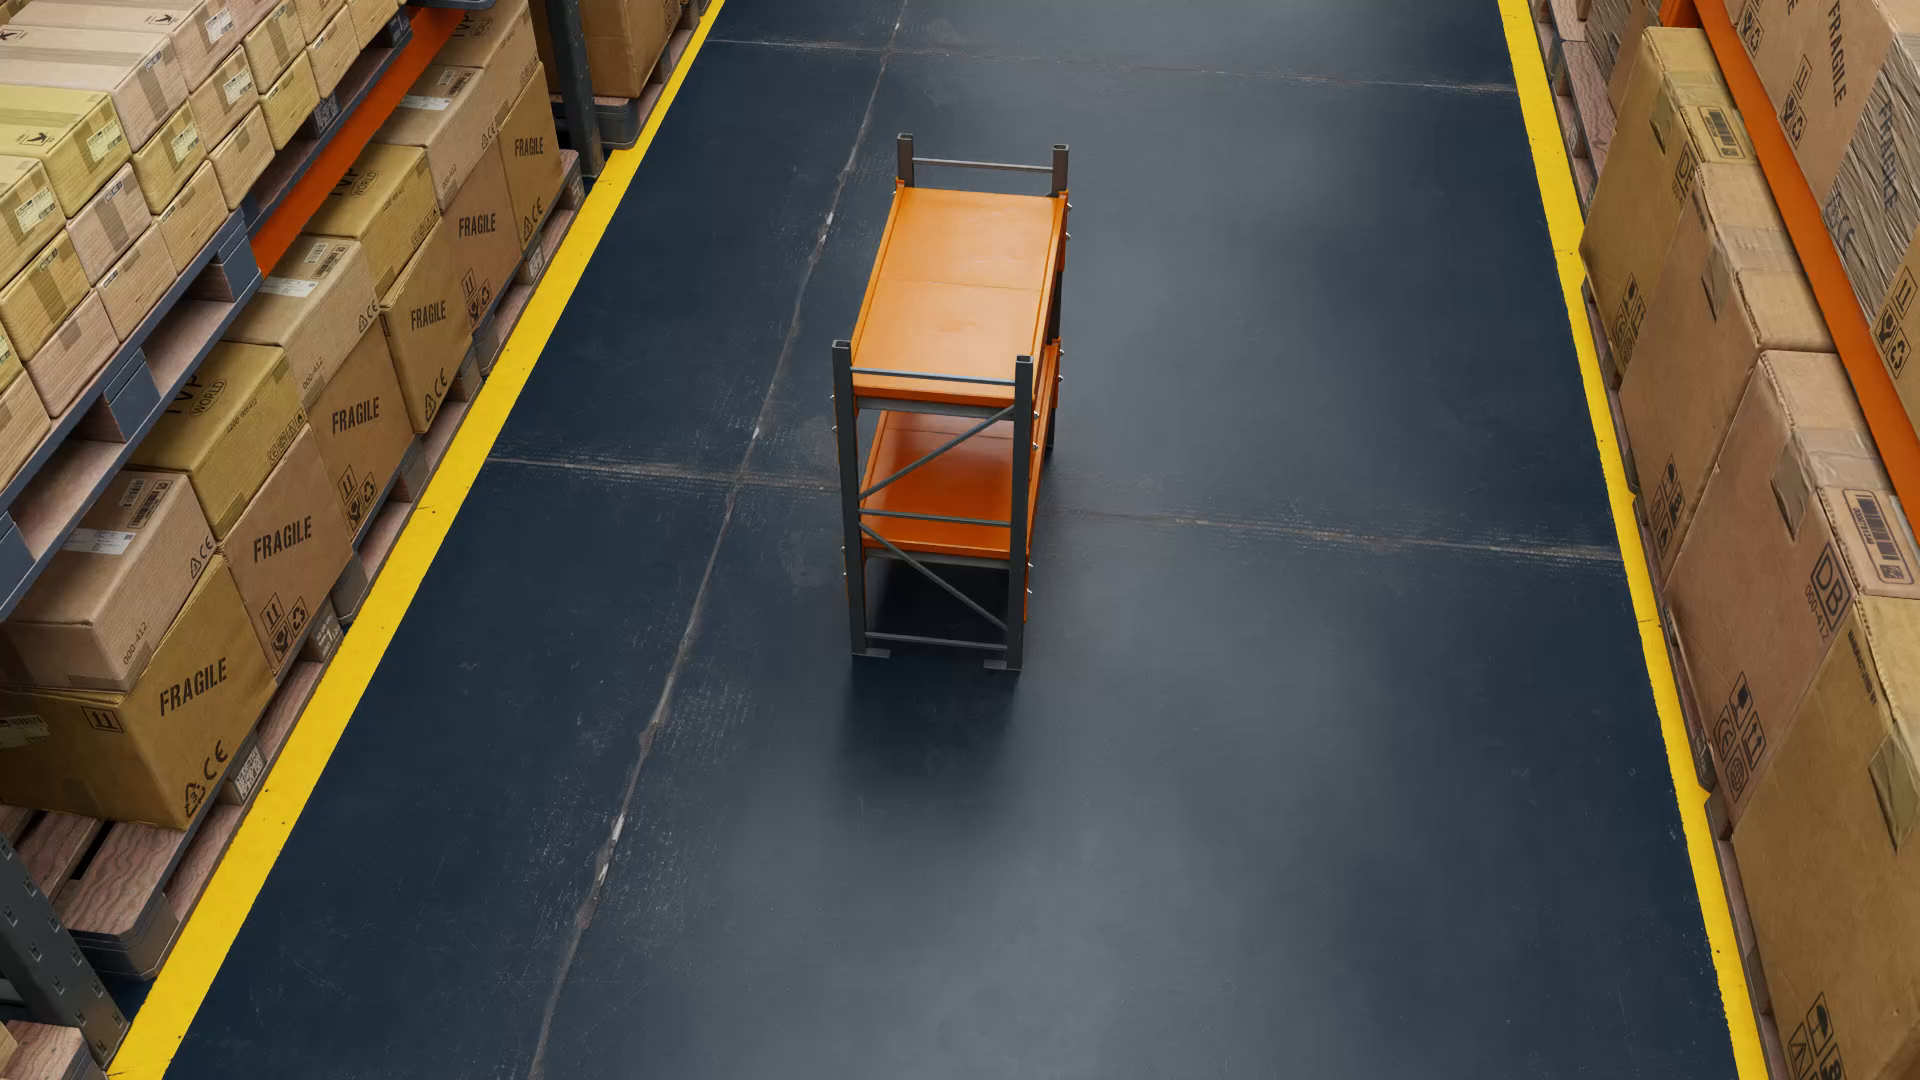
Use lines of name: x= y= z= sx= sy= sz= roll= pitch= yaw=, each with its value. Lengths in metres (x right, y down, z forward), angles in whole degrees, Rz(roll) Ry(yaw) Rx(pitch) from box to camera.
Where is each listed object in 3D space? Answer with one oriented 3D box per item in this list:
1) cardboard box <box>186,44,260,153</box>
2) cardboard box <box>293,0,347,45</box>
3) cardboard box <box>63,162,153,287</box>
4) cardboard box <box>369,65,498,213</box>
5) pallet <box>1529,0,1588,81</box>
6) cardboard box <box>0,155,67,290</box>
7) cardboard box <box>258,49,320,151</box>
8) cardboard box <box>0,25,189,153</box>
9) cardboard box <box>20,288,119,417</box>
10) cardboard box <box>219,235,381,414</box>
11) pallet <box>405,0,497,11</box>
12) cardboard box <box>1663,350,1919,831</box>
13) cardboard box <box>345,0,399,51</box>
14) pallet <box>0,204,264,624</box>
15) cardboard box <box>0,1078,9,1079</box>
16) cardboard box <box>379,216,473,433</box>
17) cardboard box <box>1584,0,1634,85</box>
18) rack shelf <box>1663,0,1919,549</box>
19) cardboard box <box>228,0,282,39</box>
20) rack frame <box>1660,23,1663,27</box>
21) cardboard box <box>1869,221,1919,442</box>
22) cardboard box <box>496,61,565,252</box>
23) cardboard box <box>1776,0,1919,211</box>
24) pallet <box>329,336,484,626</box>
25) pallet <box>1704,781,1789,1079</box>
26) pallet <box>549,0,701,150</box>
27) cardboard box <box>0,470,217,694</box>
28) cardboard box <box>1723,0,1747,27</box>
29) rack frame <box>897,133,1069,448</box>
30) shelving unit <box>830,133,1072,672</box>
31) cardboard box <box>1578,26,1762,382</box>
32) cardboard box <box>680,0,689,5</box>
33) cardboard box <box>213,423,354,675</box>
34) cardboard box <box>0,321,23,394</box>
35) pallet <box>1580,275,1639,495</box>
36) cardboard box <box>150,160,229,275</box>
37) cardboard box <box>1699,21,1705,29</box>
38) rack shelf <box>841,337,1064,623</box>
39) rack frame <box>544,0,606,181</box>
cardboard box: x=-1.860 y=-1.030 z=3.817 sx=0.380 sy=0.149 sz=0.250 roll=7 pitch=44 yaw=7
cardboard box: x=-1.788 y=-1.382 z=4.189 sx=0.380 sy=0.149 sz=0.250 roll=4 pitch=44 yaw=5
cardboard box: x=-1.927 y=-0.669 z=3.435 sx=0.380 sy=0.149 sz=0.250 roll=6 pitch=44 yaw=7
cardboard box: x=-1.859 y=-1.328 z=5.438 sx=0.500 sy=0.250 sz=0.500 roll=6 pitch=44 yaw=6
pallet: x=3.200 y=-2.475 z=7.711 sx=1.003 sy=0.211 sz=1.213 roll=5 pitch=44 yaw=6
cardboard box: x=-1.962 y=-0.615 z=3.162 sx=0.380 sy=0.149 sz=0.250 roll=6 pitch=44 yaw=7
cardboard box: x=-1.826 y=-1.098 z=4.106 sx=0.380 sy=0.149 sz=0.250 roll=5 pitch=44 yaw=5
cardboard box: x=-1.890 y=-0.959 z=3.526 sx=0.380 sy=0.149 sz=0.250 roll=5 pitch=44 yaw=5
cardboard box: x=-1.962 y=-0.397 z=3.365 sx=0.380 sy=0.149 sz=0.250 roll=6 pitch=44 yaw=6
cardboard box: x=-2.002 y=-0.627 z=4.698 sx=0.500 sy=0.250 sz=0.500 roll=7 pitch=44 yaw=7
pallet: x=-1.961 y=-2.081 z=5.406 sx=1.213 sy=0.211 sz=1.003 roll=5 pitch=44 yaw=6
cardboard box: x=2.584 y=0.172 z=4.127 sx=1.225 sy=0.875 sz=0.875 roll=4 pitch=44 yaw=4
cardboard box: x=-1.756 y=-1.456 z=4.483 sx=0.380 sy=0.149 sz=0.250 roll=6 pitch=44 yaw=7
pallet: x=-2.256 y=-0.358 z=3.586 sx=1.003 sy=0.211 sz=1.213 roll=5 pitch=44 yaw=6
cardboard box: x=-2.215 y=1.261 z=3.505 sx=0.380 sy=0.149 sz=0.250 roll=6 pitch=44 yaw=6
cardboard box: x=-1.926 y=-0.703 z=5.324 sx=0.500 sy=0.500 sz=0.500 roll=3 pitch=44 yaw=4
cardboard box: x=3.060 y=-2.216 z=6.907 sx=0.700 sy=0.500 sz=0.500 roll=2 pitch=43 yaw=2
rack shelf: x=2.667 y=-0.502 z=4.122 sx=1.077 sy=0.370 sz=4.000 roll=5 pitch=44 yaw=6
cardboard box: x=-1.823 y=-1.305 z=3.891 sx=0.380 sy=0.149 sz=0.250 roll=7 pitch=44 yaw=7
rack frame: x=2.931 y=-2.126 z=5.314 sx=1.000 sy=3.000 sz=0.127 roll=5 pitch=44 yaw=6
cardboard box: x=2.328 y=-0.473 z=3.496 sx=0.500 sy=0.500 sz=0.500 roll=5 pitch=44 yaw=5
cardboard box: x=-1.800 y=-1.419 z=6.079 sx=0.500 sy=0.500 sz=0.500 roll=5 pitch=44 yaw=5
cardboard box: x=2.467 y=-1.155 z=4.215 sx=0.500 sy=0.500 sz=0.500 roll=5 pitch=44 yaw=5
pallet: x=-2.241 y=-0.272 z=5.384 sx=1.003 sy=0.211 sz=1.213 roll=5 pitch=44 yaw=6
pallet: x=2.430 y=1.080 z=3.956 sx=1.003 sy=0.211 sz=1.213 roll=5 pitch=44 yaw=6
pallet: x=-1.793 y=-2.164 z=7.382 sx=1.003 sy=0.211 sz=1.213 roll=5 pitch=44 yaw=6
cardboard box: x=-2.141 y=0.083 z=3.948 sx=0.500 sy=0.250 sz=0.500 roll=3 pitch=44 yaw=4
cardboard box: x=2.597 y=-1.856 z=4.956 sx=0.500 sy=0.500 sz=0.500 roll=6 pitch=44 yaw=7
rack frame: x=0.066 y=-0.750 z=5.224 sx=0.500 sy=1.125 sz=0.032 roll=5 pitch=44 yaw=6
shelving unit: x=-0.001 y=-0.404 z=4.858 sx=0.538 sy=1.125 sz=1.048 roll=5 pitch=44 yaw=6
cardboard box: x=2.819 y=-1.039 z=5.405 sx=1.225 sy=0.875 sz=0.875 roll=3 pitch=44 yaw=4
cardboard box: x=-1.690 y=-2.985 z=7.551 sx=1.050 sy=0.750 sz=0.750 roll=6 pitch=44 yaw=6
cardboard box: x=-2.072 y=-0.005 z=4.586 sx=0.500 sy=0.500 sz=0.500 roll=7 pitch=44 yaw=7
cardboard box: x=-1.993 y=-0.316 z=3.063 sx=0.380 sy=0.149 sz=0.250 roll=6 pitch=44 yaw=6
pallet: x=2.752 y=-0.583 z=5.712 sx=1.003 sy=0.211 sz=1.213 roll=5 pitch=44 yaw=6
cardboard box: x=-1.891 y=-0.738 z=3.725 sx=0.380 sy=0.149 sz=0.250 roll=6 pitch=44 yaw=6
cardboard box: x=2.990 y=-2.110 z=6.249 sx=0.500 sy=0.250 sz=0.500 roll=7 pitch=44 yaw=7
rack shelf: x=-0.001 y=-0.226 z=5.027 sx=0.538 sy=0.278 sz=1.000 roll=5 pitch=44 yaw=6
rack frame: x=-1.972 y=-2.646 z=5.863 sx=1.000 sy=3.000 sz=0.127 roll=5 pitch=44 yaw=6
